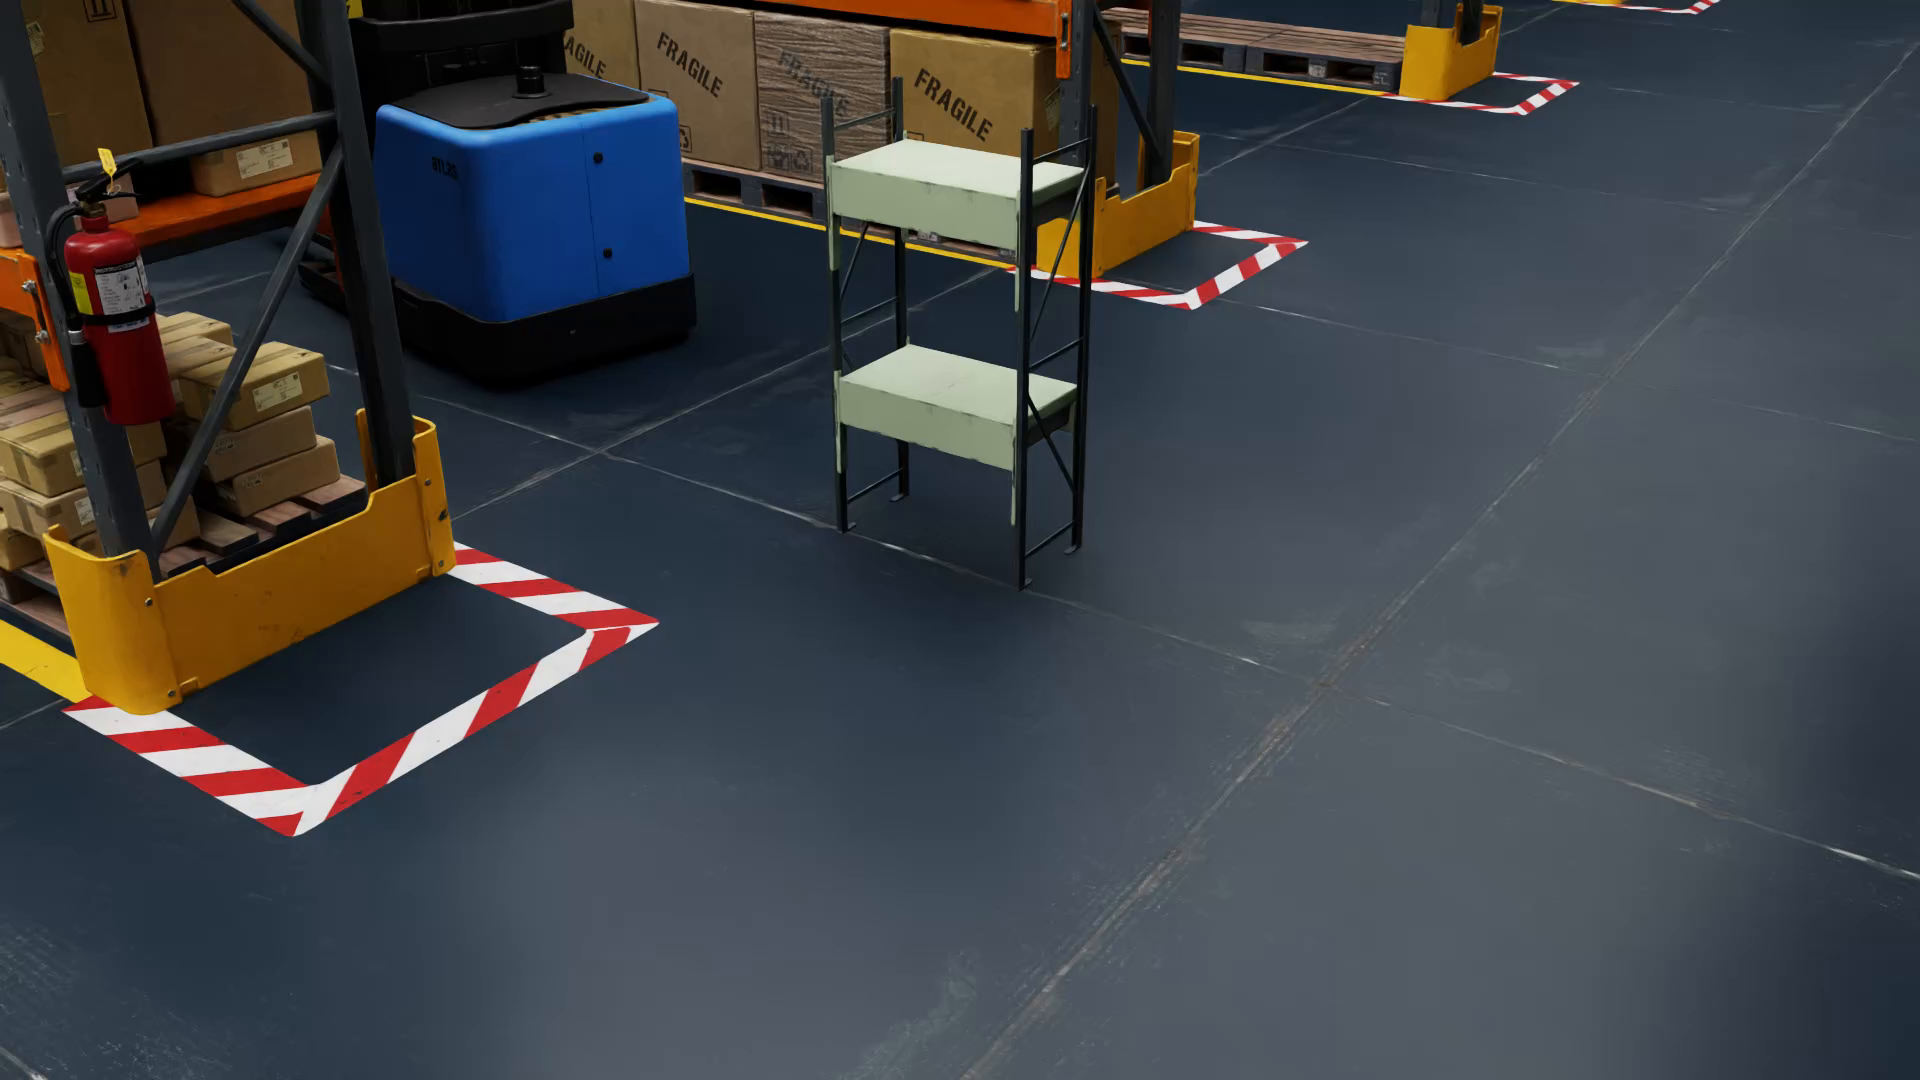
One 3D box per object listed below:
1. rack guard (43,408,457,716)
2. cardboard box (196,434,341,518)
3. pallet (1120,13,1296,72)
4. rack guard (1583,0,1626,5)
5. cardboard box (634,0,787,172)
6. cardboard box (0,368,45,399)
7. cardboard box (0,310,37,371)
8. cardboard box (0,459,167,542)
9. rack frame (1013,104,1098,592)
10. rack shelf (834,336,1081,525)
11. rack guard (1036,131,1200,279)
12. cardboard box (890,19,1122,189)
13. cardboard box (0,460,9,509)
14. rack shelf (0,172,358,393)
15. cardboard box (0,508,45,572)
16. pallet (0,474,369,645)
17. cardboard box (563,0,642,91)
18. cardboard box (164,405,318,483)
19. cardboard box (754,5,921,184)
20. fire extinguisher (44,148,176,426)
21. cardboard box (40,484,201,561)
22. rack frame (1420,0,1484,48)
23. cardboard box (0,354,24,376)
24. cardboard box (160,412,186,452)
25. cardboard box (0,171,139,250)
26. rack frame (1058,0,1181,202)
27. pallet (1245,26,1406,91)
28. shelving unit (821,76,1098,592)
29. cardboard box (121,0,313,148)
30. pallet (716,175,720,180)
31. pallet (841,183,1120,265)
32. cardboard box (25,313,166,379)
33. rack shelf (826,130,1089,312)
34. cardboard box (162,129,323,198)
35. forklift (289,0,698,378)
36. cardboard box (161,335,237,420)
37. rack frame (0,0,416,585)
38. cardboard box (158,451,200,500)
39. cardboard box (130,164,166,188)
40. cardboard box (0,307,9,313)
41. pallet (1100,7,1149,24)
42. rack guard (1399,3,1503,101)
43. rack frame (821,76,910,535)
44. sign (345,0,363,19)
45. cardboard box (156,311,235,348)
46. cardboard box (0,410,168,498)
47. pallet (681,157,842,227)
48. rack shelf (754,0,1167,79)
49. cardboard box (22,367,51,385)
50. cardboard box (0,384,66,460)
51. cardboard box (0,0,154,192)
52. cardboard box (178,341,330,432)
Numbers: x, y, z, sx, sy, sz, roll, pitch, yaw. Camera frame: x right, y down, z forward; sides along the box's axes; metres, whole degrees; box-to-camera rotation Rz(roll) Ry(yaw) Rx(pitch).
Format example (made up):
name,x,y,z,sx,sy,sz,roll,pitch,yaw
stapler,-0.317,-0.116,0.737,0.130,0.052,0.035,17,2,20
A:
name,x,y,z,sx,sy,sz,roll,pitch,yaw
rack guard,-2.139,0.029,5.142,0.348,0.500,1.175,17,32,30
cardboard box,-2.327,-0.236,5.587,0.250,0.149,0.380,18,32,31
pallet,1.960,-4.043,13.461,1.213,0.211,1.003,17,32,30
rack guard,6.365,-5.502,16.010,0.348,0.500,1.175,17,32,30
cardboard box,-1.241,-2.731,9.688,0.875,0.875,0.875,17,32,30
cardboard box,-3.116,-0.393,5.240,0.250,0.149,0.380,17,31,29
cardboard box,-3.221,-0.755,5.950,0.250,0.149,0.380,19,32,32
cardboard box,-2.673,-0.143,5.077,0.250,0.149,0.380,16,31,29
rack frame,0.296,-0.576,5.229,0.023,1.500,0.400,17,32,30
rack shelf,-0.006,-0.380,5.561,0.720,0.370,0.431,17,32,30
rack guard,0.835,-1.774,8.684,0.348,0.500,1.175,17,32,30
cardboard box,0.243,-2.268,8.780,0.875,0.875,0.875,17,32,30
cardboard box,-2.858,-0.231,5.248,0.250,0.149,0.380,16,31,29
rack shelf,-3.725,-1.258,5.709,4.000,0.370,1.077,17,32,30
cardboard box,-2.897,-0.067,5.255,0.250,0.149,0.380,18,32,32
pallet,-2.788,-0.064,5.643,1.213,0.211,1.003,17,32,30
cardboard box,-1.983,-2.962,10.142,0.875,0.875,0.875,17,32,30
cardboard box,-2.363,-0.345,5.473,0.250,0.149,0.380,19,32,32
cardboard box,-0.508,-2.502,9.239,0.875,0.875,0.875,17,32,30
fire extinguisher,-2.130,-0.628,4.172,0.183,0.674,0.296,17,32,30
cardboard box,-2.628,-0.039,5.200,0.250,0.149,0.380,18,32,31
rack frame,3.620,-4.745,11.768,0.127,3.000,1.000,17,32,30
cardboard box,-3.294,-0.484,5.417,0.250,0.149,0.380,16,31,28
cardboard box,-2.556,-0.437,5.653,0.250,0.149,0.380,17,32,30
cardboard box,-2.505,-0.931,4.550,0.250,0.149,0.380,17,32,30
rack frame,0.815,-2.894,8.129,0.127,3.000,1.000,17,32,30
pallet,2.962,-3.729,12.845,1.213,0.211,1.003,17,32,30
shelving unit,-0.006,-0.670,5.413,0.755,1.500,0.431,17,32,30
cardboard box,-2.290,-1.461,4.876,0.500,0.500,0.500,19,33,33
pallet,-1.899,-2.454,10.339,1.213,0.211,1.003,17,32,30
pallet,0.112,-1.827,9.107,1.213,0.211,1.003,17,32,30
cardboard box,-2.997,-0.680,5.803,0.250,0.149,0.380,16,31,28
rack shelf,-0.006,-1.018,5.236,0.720,0.370,0.431,17,32,30
cardboard box,-2.158,-1.159,4.998,0.250,0.149,0.380,17,32,30
forklift,-2.556,-2.561,7.552,1.130,2.935,3.031,-23,35,-37
cardboard box,-2.611,-0.535,5.517,0.250,0.149,0.380,18,32,31
rack frame,-2.076,-1.065,4.536,0.127,3.000,1.000,17,32,30
cardboard box,-2.589,-0.273,5.659,0.250,0.149,0.380,17,32,30
cardboard box,-2.391,-1.209,5.096,0.250,0.149,0.380,19,32,32
cardboard box,-3.412,-0.839,6.116,0.250,0.149,0.380,18,32,31
pallet,0.951,-4.356,14.076,1.213,0.211,1.003,17,32,30
rack guard,3.647,-3.630,12.332,0.348,0.500,1.175,17,32,30
rack frame,-0.307,-0.764,5.598,0.023,1.500,0.400,17,32,30
sign,-1.769,-1.654,4.739,0.005,0.325,0.100,17,32,30
cardboard box,-2.746,-0.647,5.739,0.250,0.149,0.380,17,32,30
cardboard box,-2.656,-0.288,5.034,0.250,0.149,0.380,18,32,31
pallet,-0.889,-2.141,9.724,1.213,0.211,1.003,17,32,30
rack shelf,-0.833,-3.087,9.301,4.000,0.370,1.077,17,32,30
cardboard box,-3.231,-0.605,5.985,0.250,0.149,0.380,16,31,28
cardboard box,-2.831,-0.374,5.203,0.250,0.149,0.380,18,32,31
cardboard box,-2.592,-1.262,4.484,0.500,0.500,0.500,18,32,31
cardboard box,-2.316,-0.509,5.467,0.250,0.149,0.380,16,31,28
